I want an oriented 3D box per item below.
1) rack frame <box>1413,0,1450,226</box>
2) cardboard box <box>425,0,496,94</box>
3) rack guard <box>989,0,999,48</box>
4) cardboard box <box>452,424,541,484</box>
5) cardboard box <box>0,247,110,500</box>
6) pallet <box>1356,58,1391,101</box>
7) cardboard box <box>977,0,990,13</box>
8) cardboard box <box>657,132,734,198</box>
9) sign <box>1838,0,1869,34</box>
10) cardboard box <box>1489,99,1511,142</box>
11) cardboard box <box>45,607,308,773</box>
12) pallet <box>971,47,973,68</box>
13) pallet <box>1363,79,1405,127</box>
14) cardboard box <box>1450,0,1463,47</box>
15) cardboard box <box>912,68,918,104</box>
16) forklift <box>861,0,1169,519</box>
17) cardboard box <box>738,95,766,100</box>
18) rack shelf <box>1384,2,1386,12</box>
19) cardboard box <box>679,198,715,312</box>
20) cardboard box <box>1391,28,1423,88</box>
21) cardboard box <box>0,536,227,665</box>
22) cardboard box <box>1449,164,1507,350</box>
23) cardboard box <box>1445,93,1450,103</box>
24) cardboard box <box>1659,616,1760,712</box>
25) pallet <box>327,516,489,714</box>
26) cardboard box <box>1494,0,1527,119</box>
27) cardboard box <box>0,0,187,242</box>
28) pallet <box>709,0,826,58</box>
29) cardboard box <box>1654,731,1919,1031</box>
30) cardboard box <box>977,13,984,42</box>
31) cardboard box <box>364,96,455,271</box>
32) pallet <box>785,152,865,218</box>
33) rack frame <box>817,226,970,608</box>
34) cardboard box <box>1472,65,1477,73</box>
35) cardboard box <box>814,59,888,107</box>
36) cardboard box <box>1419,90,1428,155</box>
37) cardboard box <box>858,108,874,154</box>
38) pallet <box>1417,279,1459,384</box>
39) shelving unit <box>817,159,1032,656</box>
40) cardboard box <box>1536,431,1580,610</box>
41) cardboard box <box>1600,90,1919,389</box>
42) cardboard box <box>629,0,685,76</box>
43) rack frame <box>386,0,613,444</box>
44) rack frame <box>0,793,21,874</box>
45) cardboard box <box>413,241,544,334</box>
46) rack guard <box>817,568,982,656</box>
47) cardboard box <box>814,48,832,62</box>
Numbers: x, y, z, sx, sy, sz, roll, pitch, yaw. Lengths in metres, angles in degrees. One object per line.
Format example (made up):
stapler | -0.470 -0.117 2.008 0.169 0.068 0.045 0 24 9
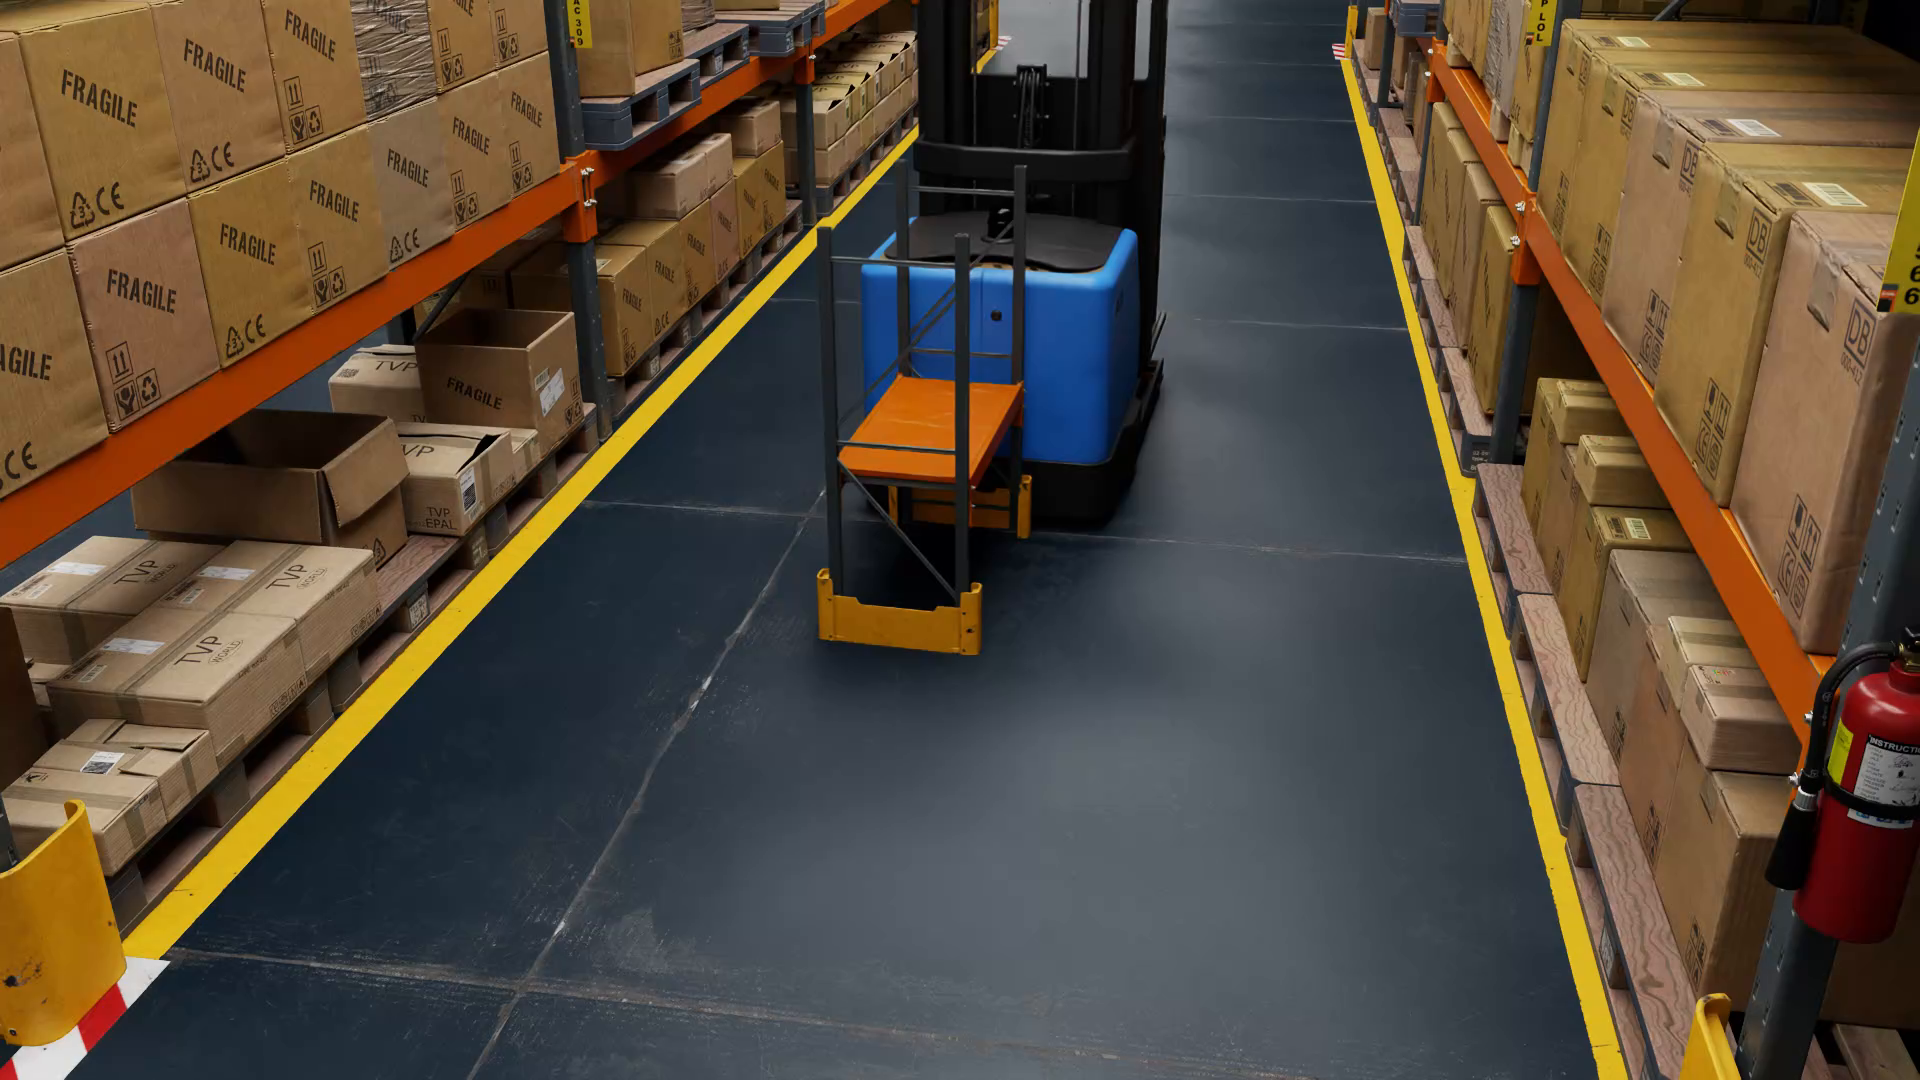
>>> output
rack frame | 3.409 -3.193 10.034 1.000 3.000 0.127 4 25 9
cardboard box | -2.041 -1.916 6.008 0.500 0.500 0.500 4 25 8
rack guard | -0.167 -5.759 18.463 1.175 0.500 0.348 4 25 9
cardboard box | -1.948 -0.351 6.806 0.380 0.149 0.250 4 25 9
cardboard box | -2.454 -0.402 3.952 0.500 0.500 0.500 5 25 10
pallet | 4.335 -4.398 15.898 1.003 0.211 1.213 4 25 9
cardboard box | 0.035 -5.921 17.724 0.500 0.500 0.500 4 25 9
cardboard box | -1.568 -2.082 9.205 0.500 0.250 0.500 4 25 8
sign | 3.303 -1.911 6.179 0.100 0.325 0.005 4 25 9
cardboard box | 2.621 -1.904 7.552 0.380 0.149 0.250 4 25 9
cardboard box | -2.336 0.440 4.996 0.500 0.250 0.500 4 25 9
pallet | -0.457 -4.787 16.727 1.003 0.211 1.213 4 25 9
pallet | 4.138 -3.887 14.805 1.003 0.211 1.213 4 25 9
cardboard box | 2.982 -2.979 9.083 0.500 0.500 0.500 5 26 10
cardboard box | -0.607 -3.959 14.418 0.500 0.250 0.500 4 25 8
forklift | 0.407 -2.012 7.591 1.130 2.935 3.031 5 26 11
cardboard box | -1.636 -2.970 11.643 0.500 0.311 0.500 5 25 10
rack shelf | 4.390 -5.377 15.548 1.077 0.370 4.000 4 25 9
cardboard box | -1.648 -1.547 8.946 0.500 0.500 0.500 4 25 9
cardboard box | 4.193 -4.370 14.978 0.500 0.500 0.500 2 25 5
cardboard box | -2.755 0.217 5.472 0.500 0.250 0.500 4 25 9
cardboard box | 2.876 -1.390 8.221 0.750 0.750 0.750 5 26 10
cardboard box | 3.630 -3.139 11.463 0.500 0.250 0.500 4 25 10
cardboard box | 1.999 0.328 4.200 0.380 0.149 0.250 5 25 10
pallet | -2.443 0.200 6.074 1.003 0.211 1.213 4 25 9
cardboard box | 2.656 -2.134 7.279 0.500 0.500 0.500 4 25 9
cardboard box | -2.376 -1.074 4.208 0.500 0.500 0.500 4 25 9
pallet | -1.520 -3.160 10.189 1.213 0.211 1.003 4 25 9
cardboard box | 2.117 0.795 3.967 0.700 0.500 0.500 4 25 9
cardboard box | -0.037 -5.371 17.434 0.500 0.250 0.500 4 25 9
cardboard box | -2.126 -1.250 5.764 0.500 0.500 0.500 5 25 10
pallet | -1.306 -2.614 12.085 1.003 0.211 1.213 4 25 9
rack frame | -0.215 -0.310 5.643 0.500 1.500 0.032 5 26 11
cardboard box | 3.030 -2.643 9.131 0.380 0.149 0.250 4 25 8
cardboard box | -0.857 -3.581 12.949 0.500 0.311 0.500 4 25 8
cardboard box | 3.727 -2.982 12.013 0.700 0.500 0.500 4 25 8
cardboard box | -0.943 -3.107 12.597 0.500 0.250 0.500 3 25 7
pallet | 3.004 -1.097 8.845 1.003 0.211 1.213 4 25 9
shelving unit | -0.108 -0.517 6.084 0.587 1.500 1.083 5 26 11
cardboard box | 2.446 -0.063 5.799 0.700 0.500 0.500 4 25 8
cardboard box | 2.417 -0.821 4.611 0.980 0.700 0.700 3 25 6
cardboard box | -1.785 -2.572 8.094 0.700 0.500 0.500 8 26 17
rack frame | -2.132 -1.862 7.190 1.000 3.000 0.127 4 25 9
rack frame | -2.786 -0.189 3.616 1.000 3.000 0.127 4 25 9
cardboard box | -2.335 -1.155 8.110 0.500 0.500 0.500 4 25 8
rack guard | -0.215 0.256 5.909 0.587 0.250 0.087 5 26 11
cardboard box | -1.309 -3.826 13.471 0.500 0.311 0.500 3 25 7
